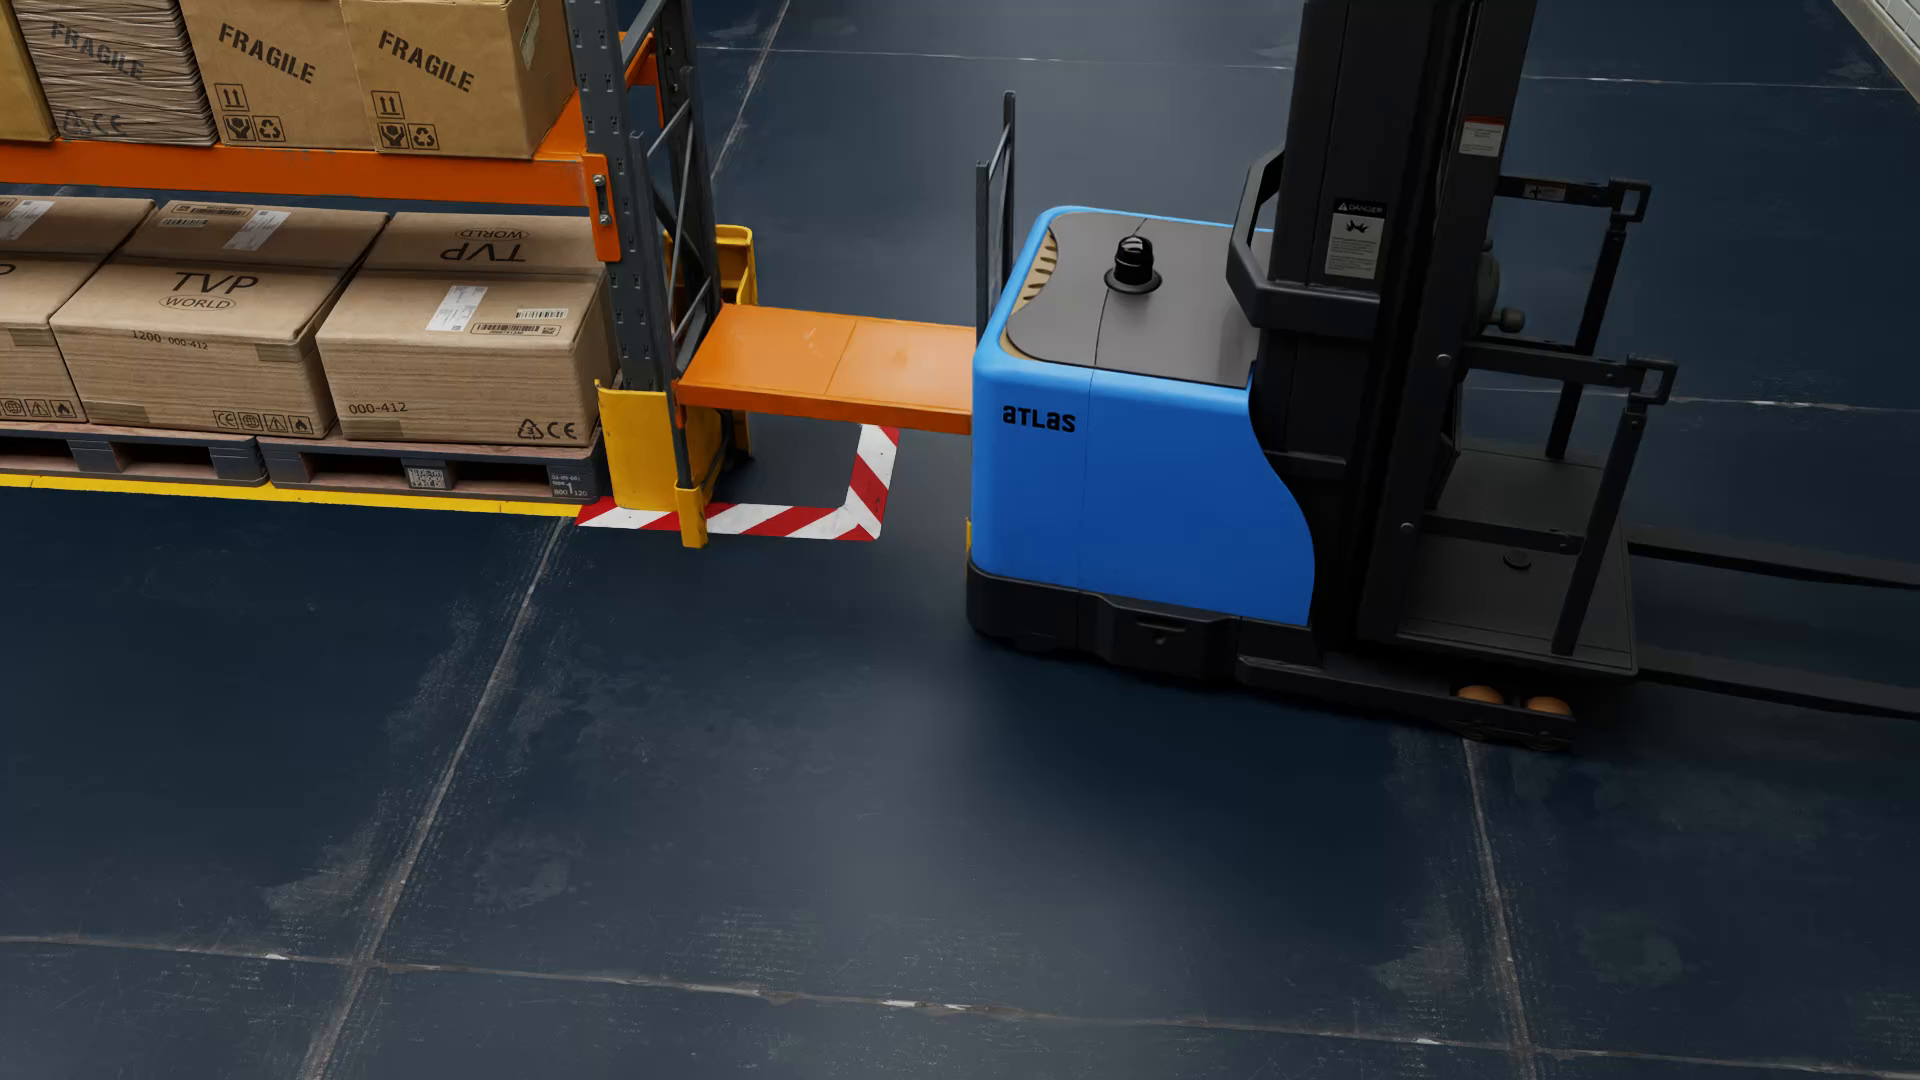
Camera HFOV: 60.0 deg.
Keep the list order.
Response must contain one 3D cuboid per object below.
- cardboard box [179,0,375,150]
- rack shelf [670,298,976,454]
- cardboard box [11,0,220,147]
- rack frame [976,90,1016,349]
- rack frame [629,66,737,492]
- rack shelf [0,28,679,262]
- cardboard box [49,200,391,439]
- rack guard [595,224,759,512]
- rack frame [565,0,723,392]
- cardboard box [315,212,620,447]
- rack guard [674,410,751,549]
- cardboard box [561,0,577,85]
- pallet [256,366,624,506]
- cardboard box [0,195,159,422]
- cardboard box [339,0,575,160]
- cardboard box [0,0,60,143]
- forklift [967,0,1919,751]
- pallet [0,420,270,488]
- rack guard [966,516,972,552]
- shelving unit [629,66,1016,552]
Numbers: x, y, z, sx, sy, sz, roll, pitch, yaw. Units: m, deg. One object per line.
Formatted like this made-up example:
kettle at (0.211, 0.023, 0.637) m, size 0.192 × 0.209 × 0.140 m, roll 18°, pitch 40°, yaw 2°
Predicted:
cardboard box at (-2.043, -1.571, 5.224) m, size 0.500 × 0.500 × 0.500 m, roll 2°, pitch 39°, yaw 3°
rack shelf at (-0.387, -0.540, 5.495) m, size 1.000 × 0.185 × 0.538 m, roll 7°, pitch 40°, yaw 9°
cardboard box at (-2.557, -1.592, 5.251) m, size 0.500 × 0.500 × 0.500 m, roll 4°, pitch 39°, yaw 5°
rack frame at (0.111, -0.620, 5.304) m, size 0.032 × 1.500 × 0.500 m, roll 7°, pitch 40°, yaw 9°
rack frame at (-0.887, -0.738, 5.457) m, size 0.032 × 1.500 × 0.500 m, roll 7°, pitch 40°, yaw 9°
rack shelf at (-3.034, -1.465, 5.744) m, size 4.000 × 0.370 × 1.077 m, roll 3°, pitch 39°, yaw 4°
cardboard box at (-2.620, -0.822, 6.081) m, size 0.875 × 0.438 × 0.875 m, roll 4°, pitch 39°, yaw 5°
rack guard at (-1.017, -0.664, 6.170) m, size 0.348 × 0.500 × 1.175 m, roll 3°, pitch 39°, yaw 4°
rack frame at (-1.041, -1.635, 5.383) m, size 0.127 × 3.000 × 1.000 m, roll 3°, pitch 39°, yaw 4°
cardboard box at (-1.707, -0.777, 6.026) m, size 0.875 × 0.438 × 0.875 m, roll 2°, pitch 39°, yaw 2°
rack guard at (-0.864, -0.254, 5.852) m, size 0.087 × 0.250 × 0.587 m, roll 7°, pitch 40°, yaw 9°
cardboard box at (-1.495, -1.881, 5.605) m, size 0.500 × 0.500 × 0.500 m, roll 3°, pitch 39°, yaw 3°
pallet at (-1.845, -0.548, 6.256) m, size 1.213 × 0.211 × 1.003 m, roll 3°, pitch 39°, yaw 4°
cardboard box at (-3.518, -0.872, 6.142) m, size 0.875 × 0.438 × 0.875 m, roll 2°, pitch 39°, yaw 3°
cardboard box at (-1.545, -1.534, 5.179) m, size 0.500 × 0.500 × 0.500 m, roll 3°, pitch 39°, yaw 4°
cardboard box at (-3.072, -1.612, 5.276) m, size 0.500 × 0.500 × 0.500 m, roll 4°, pitch 39°, yaw 5°
forklift at (1.596, -0.879, 4.508) m, size 3.031 × 2.935 × 1.130 m, roll 9°, pitch 40°, yaw 11°
pallet at (-3.057, -0.616, 6.340) m, size 1.213 × 0.211 × 1.003 m, roll 3°, pitch 39°, yaw 4°
rack guard at (0.114, -0.139, 5.702) m, size 0.087 × 0.250 × 0.587 m, roll 7°, pitch 40°, yaw 9°
shelving unit at (-0.379, -0.678, 5.379) m, size 1.083 × 1.500 × 0.587 m, roll 7°, pitch 40°, yaw 9°
